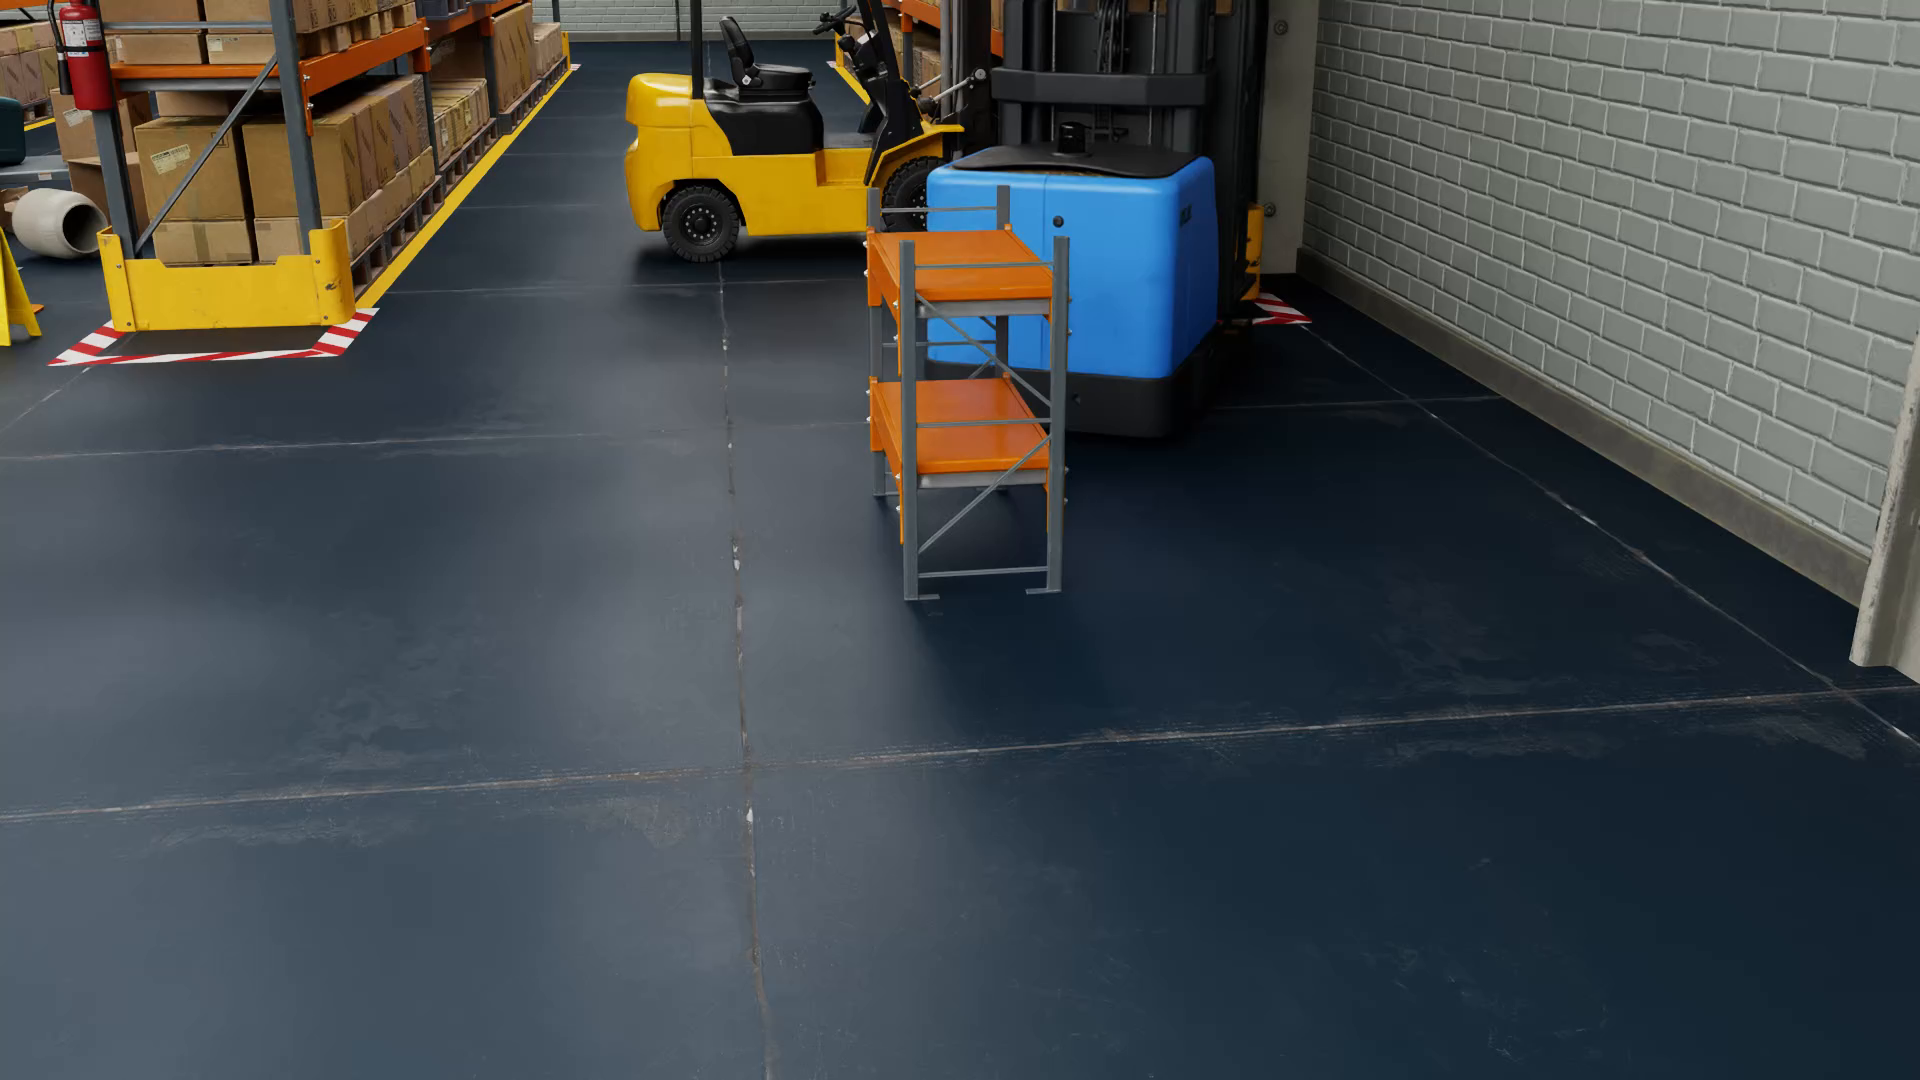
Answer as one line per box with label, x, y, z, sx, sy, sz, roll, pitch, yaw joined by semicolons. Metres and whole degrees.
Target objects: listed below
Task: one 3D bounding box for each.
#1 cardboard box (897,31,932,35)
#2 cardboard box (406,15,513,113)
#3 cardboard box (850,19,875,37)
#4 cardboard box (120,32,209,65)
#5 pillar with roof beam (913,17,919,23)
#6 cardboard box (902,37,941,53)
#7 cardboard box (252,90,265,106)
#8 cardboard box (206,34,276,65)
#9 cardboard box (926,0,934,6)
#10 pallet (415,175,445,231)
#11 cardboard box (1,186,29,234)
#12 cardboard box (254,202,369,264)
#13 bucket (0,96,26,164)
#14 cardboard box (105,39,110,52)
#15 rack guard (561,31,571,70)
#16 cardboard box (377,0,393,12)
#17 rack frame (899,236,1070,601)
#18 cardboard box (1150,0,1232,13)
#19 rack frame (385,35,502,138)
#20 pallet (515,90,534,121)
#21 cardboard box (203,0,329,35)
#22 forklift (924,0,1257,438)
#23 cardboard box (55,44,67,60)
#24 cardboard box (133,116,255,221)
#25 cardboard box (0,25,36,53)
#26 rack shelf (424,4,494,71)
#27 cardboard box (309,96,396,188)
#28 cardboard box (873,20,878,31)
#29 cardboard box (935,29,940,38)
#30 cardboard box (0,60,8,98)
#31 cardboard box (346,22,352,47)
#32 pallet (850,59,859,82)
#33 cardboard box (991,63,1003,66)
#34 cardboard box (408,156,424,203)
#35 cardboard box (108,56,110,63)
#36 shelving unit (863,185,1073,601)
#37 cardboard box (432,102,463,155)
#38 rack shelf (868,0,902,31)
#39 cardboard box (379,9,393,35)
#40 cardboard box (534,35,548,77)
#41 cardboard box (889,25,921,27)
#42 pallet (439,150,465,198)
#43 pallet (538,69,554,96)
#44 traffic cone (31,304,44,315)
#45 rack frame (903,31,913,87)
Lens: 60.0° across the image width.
cardboard box;-0.482;-5.417;17.979;0.380;0.149;0.250;-3;21;-9
cardboard box;-4.995;-4.756;16.600;0.875;0.875;0.875;-3;21;-8
cardboard box;-1.140;-6.844;22.727;0.700;0.500;0.500;-2;21;-6
cardboard box;-4.090;-2.543;8.596;0.380;0.149;0.250;-2;21;-6
pillar with roof beam;-4.976;-11.905;24.731;9.100;9.000;0.400;-3;21;-8
cardboard box;-0.388;-5.051;16.998;0.380;0.149;0.250;-4;21;-10
cardboard box;-4.387;-2.672;9.914;0.380;0.149;0.250;-2;21;-5
cardboard box;-3.668;-2.552;8.621;0.380;0.149;0.250;-3;21;-8
cardboard box;-0.022;-4.795;14.482;0.500;0.250;0.500;-2;21;-6
pallet;-4.269;-2.390;11.813;1.003;0.211;1.213;-3;21;-8
cardboard box;-6.407;-2.256;11.376;0.396;0.266;0.258;17;27;39
cardboard box;-3.667;-1.744;9.427;0.500;0.250;0.500;-3;21;-8
bucket;-6.984;-2.890;11.672;0.726;0.611;0.620;4;11;11
cardboard box;-10.349;-5.865;19.756;0.380;0.149;0.250;-3;21;-9
rack guard;-6.134;-6.919;23.526;1.175;0.500;0.348;-3;21;-8
cardboard box;-3.930;-3.614;10.538;0.500;0.500;0.500;-2;21;-6
rack frame;0.072;-0.353;5.054;0.500;1.125;0.032;-3;21;-8
cardboard box;1.291;-3.026;9.387;0.500;0.500;0.500;-2;21;-6
rack frame;-4.977;-5.312;15.651;1.000;3.000;0.127;-3;21;-8
pallet;-5.189;-4.704;18.008;1.003;0.211;1.213;-3;21;-8
cardboard box;-3.618;-2.906;8.641;0.500;0.500;0.500;-3;21;-9
forklift;0.803;-2.259;7.575;1.130;2.935;3.031;7;21;17
cardboard box;-10.082;-5.194;18.308;0.500;0.500;0.500;-3;21;-9
cardboard box;-4.198;-2.066;9.218;0.500;0.500;0.500;-3;21;-7
cardboard box;-9.929;-5.183;17.206;0.500;0.250;0.500;-4;21;-10
rack shelf;-4.689;-4.282;13.922;1.077;0.370;4.000;-3;21;-8
cardboard box;-3.815;-2.458;10.268;0.500;0.500;0.500;-3;21;-7
cardboard box;-0.854;-6.140;19.914;0.380;0.149;0.250;-2;21;-5
cardboard box;-0.072;-5.534;18.292;0.380;0.149;0.250;-3;21;-7
cardboard box;-9.787;-4.484;16.408;0.500;0.500;0.500;-3;21;-7
cardboard box;-3.738;-2.913;9.587;0.380;0.149;0.250;-2;21;-6
pallet;-0.920;-6.303;22.290;1.003;0.211;1.213;-3;21;-8
cardboard box;0.320;-3.712;14.161;0.875;0.625;0.625;-3;21;-8
cardboard box;-3.963;-2.460;11.346;0.500;0.250;0.500;-3;21;-9
cardboard box;-10.369;-5.720;19.792;0.380;0.149;0.250;-3;21;-8
shelving unit;-0.001;-0.529;5.526;0.538;1.125;1.048;-3;21;-8
cardboard box;-4.586;-3.323;13.481;0.950;0.372;0.625;-2;21;-4
rack shelf;-0.354;-5.919;18.304;1.077;0.370;4.000;-3;21;-8
cardboard box;-3.903;-3.361;10.788;0.380;0.149;0.250;-3;21;-9
cardboard box;-5.538;-5.916;20.330;0.875;0.438;0.875;-3;21;-9
cardboard box;-0.638;-5.777;18.943;0.380;0.149;0.250;-3;21;-8
pallet;-4.515;-2.890;13.152;1.003;0.211;1.213;-3;21;-8
pallet;-5.586;-5.657;20.562;1.003;0.211;1.213;-3;21;-8
traffic cone;-5.163;-1.437;8.903;0.336;0.463;0.334;-3;21;-8
rack frame;-0.066;-5.563;16.324;1.000;3.000;0.127;-3;21;-8
